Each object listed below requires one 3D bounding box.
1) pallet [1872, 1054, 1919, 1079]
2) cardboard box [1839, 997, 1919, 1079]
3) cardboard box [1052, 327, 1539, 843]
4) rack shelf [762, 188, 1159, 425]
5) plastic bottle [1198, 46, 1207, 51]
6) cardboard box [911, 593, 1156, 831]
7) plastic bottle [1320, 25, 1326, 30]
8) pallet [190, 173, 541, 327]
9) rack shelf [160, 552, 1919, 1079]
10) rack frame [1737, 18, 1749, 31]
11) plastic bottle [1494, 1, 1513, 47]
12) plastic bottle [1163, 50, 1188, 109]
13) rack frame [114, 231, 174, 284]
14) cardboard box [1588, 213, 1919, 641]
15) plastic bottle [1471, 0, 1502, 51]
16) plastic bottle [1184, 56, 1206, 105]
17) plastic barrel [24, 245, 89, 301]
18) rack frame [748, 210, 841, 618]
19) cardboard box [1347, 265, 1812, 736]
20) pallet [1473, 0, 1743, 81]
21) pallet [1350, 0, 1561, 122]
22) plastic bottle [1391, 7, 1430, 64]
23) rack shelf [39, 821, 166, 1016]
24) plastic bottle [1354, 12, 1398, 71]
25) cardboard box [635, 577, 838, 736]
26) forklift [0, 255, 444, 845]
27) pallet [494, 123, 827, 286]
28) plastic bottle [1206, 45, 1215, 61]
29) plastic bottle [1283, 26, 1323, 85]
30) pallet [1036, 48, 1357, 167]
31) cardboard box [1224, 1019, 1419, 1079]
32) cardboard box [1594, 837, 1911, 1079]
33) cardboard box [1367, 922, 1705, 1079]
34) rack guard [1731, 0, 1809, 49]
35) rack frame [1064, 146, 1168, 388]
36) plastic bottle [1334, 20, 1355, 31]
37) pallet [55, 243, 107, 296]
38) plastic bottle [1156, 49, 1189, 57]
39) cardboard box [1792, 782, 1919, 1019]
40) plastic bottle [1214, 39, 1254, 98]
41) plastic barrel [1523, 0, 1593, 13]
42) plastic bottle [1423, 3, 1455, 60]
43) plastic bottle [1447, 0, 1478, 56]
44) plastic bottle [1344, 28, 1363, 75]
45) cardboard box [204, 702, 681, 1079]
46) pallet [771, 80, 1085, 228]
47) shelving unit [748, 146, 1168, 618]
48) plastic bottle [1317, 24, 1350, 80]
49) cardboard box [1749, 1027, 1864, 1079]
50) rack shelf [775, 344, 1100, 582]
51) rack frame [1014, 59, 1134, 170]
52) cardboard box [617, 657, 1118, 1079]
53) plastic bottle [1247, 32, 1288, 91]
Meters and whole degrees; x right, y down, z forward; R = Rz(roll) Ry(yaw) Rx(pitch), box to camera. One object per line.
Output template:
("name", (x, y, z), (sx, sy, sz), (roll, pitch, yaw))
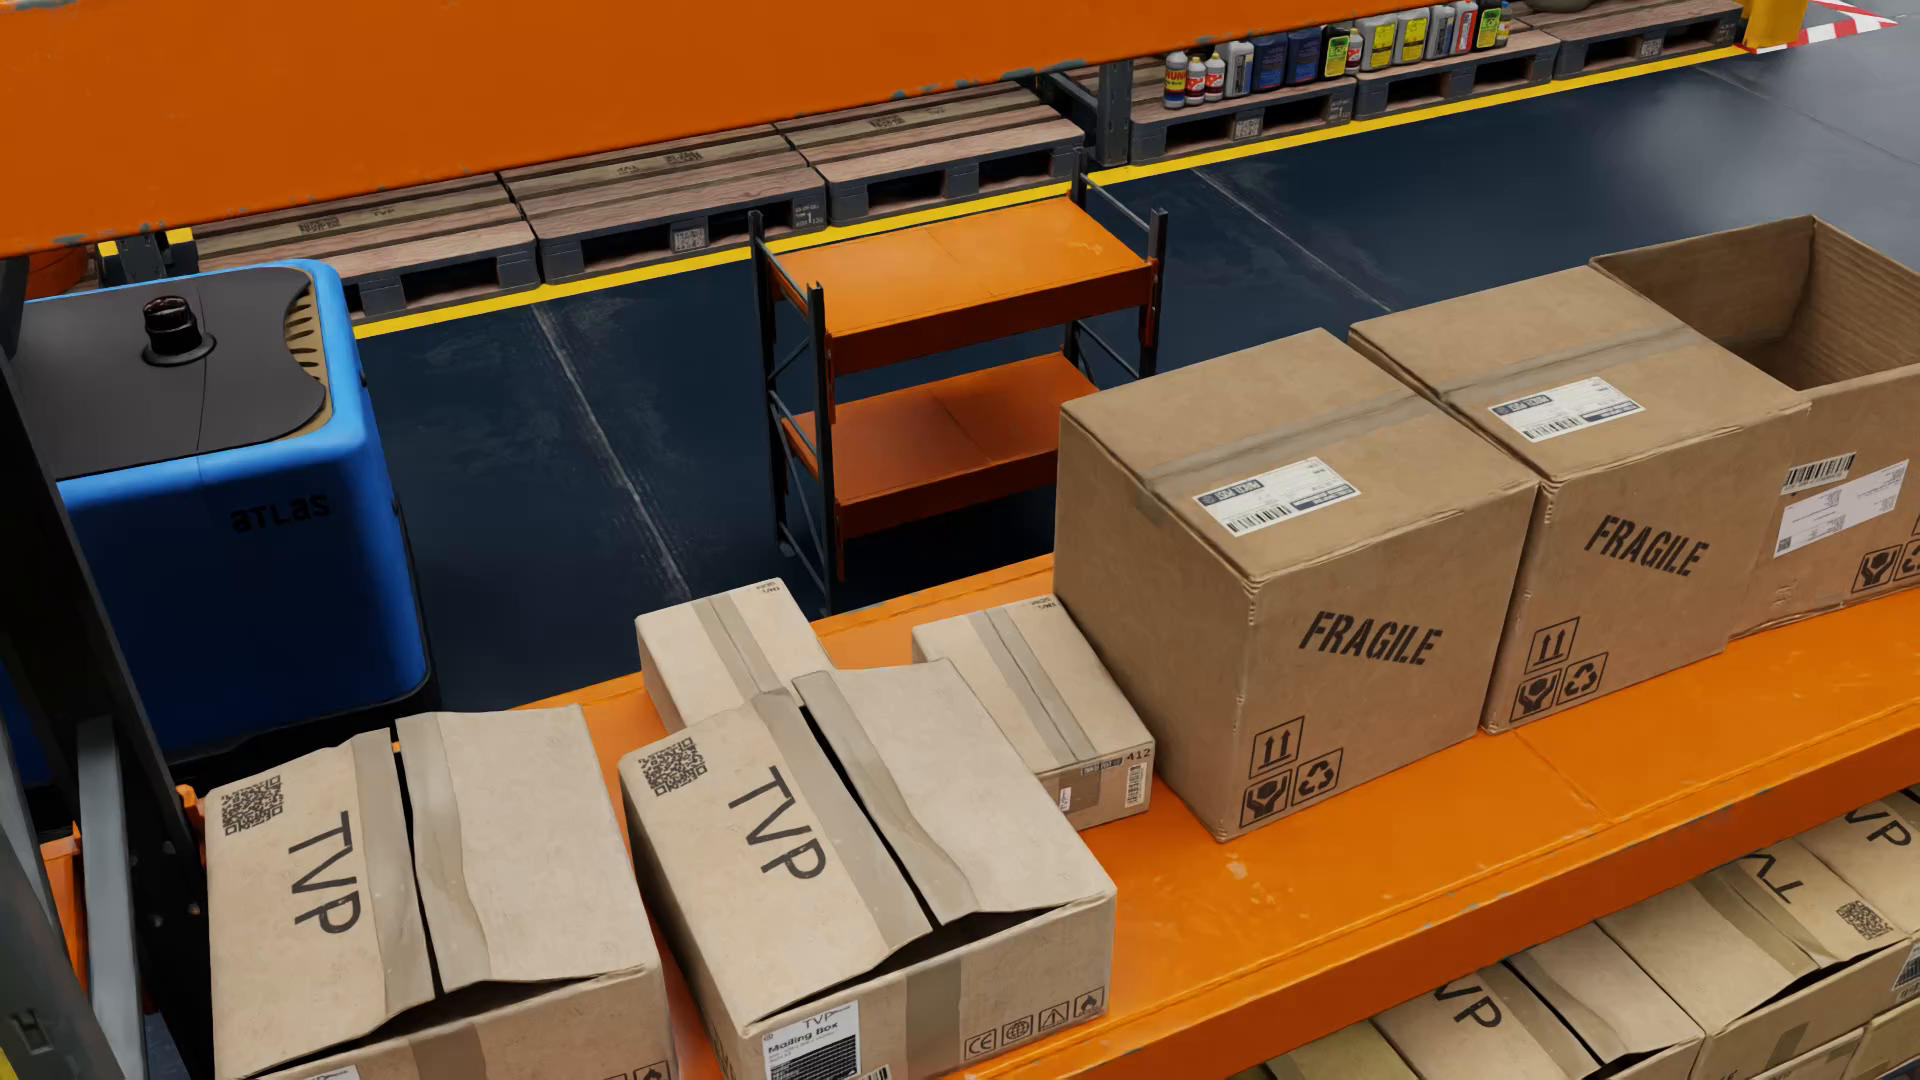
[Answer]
("pallet", (1.945, 0.840, 3.940), (1.213, 0.211, 1.003), (-16, 39, -20))
("cardboard box", (1.884, 0.837, 3.559), (0.500, 0.250, 0.500), (-16, 40, -21))
("cardboard box", (0.486, 0.052, 2.579), (0.500, 0.500, 0.500), (-18, 40, -22))
("rack shelf", (-0.006, -0.685, 4.738), (1.000, 0.278, 0.538), (-16, 39, -20))
("plastic bottle", (1.214, -2.536, 8.068), (0.135, 0.276, 0.152), (-16, 39, -20))
("cardboard box", (0.104, 0.273, 2.575), (0.250, 0.149, 0.380), (-13, 38, -17))
("plastic bottle", (1.689, -2.326, 7.789), (0.097, 0.271, 0.097), (0, 37, 0))
("pallet", (-2.409, -1.202, 6.694), (1.213, 0.211, 1.003), (-16, 39, -20))
("rack shelf", (0.784, 0.308, 2.921), (4.000, 0.370, 1.077), (-16, 39, -20))
("rack frame", (4.115, -4.172, 8.357), (0.127, 3.000, 1.000), (-16, 39, -20))
("plastic bottle", (2.638, -2.523, 8.114), (0.097, 0.201, 0.097), (0, 37, 0))
("plastic bottle", (0.968, -2.085, 7.464), (0.097, 0.271, 0.097), (0, 37, 0))
("rack frame", (-3.127, -2.147, 5.627), (0.127, 3.000, 1.000), (-16, 39, -20))
("cardboard box", (1.416, -0.209, 2.929), (0.500, 0.500, 0.500), (-13, 38, -17))
("plastic bottle", (2.540, -2.517, 8.036), (0.133, 0.283, 0.061), (-15, 39, -19))
("plastic bottle", (1.060, -2.082, 7.519), (0.097, 0.201, 0.097), (0, 37, 0))
("plastic barrel", (-3.563, -1.311, 5.969), (0.708, 0.830, 0.600), (-16, 39, -20))
("rack frame", (-0.466, -0.321, 4.739), (0.032, 1.125, 0.500), (-16, 39, -20))
("cardboard box", (0.963, -0.082, 2.758), (0.500, 0.500, 0.500), (-16, 39, -20))
("pallet", (3.328, -2.805, 8.854), (1.213, 0.211, 1.003), (-16, 39, -20))
("pallet", (2.225, -2.498, 8.441), (1.213, 0.211, 1.003), (-16, 39, -20))
("plastic bottle", (2.125, -2.455, 7.897), (0.185, 0.351, 0.144), (-14, 39, -18))
("rack shelf", (-2.837, 1.320, 1.556), (4.000, 0.370, 1.077), (-16, 39, -20))
("plastic bottle", (1.956, -2.408, 7.833), (0.185, 0.351, 0.144), (-16, 39, -20))
("cardboard box", (-0.329, 0.249, 2.607), (0.250, 0.149, 0.380), (-16, 39, -20))
("forklift", (-2.929, -0.513, 3.481), (3.031, 2.935, 1.130), (-13, 38, -17))
("pallet", (-1.307, -1.509, 7.107), (1.213, 0.211, 1.003), (-16, 39, -20))
("plastic bottle", (1.204, -2.243, 7.667), (0.133, 0.283, 0.061), (-16, 39, -20))
("plastic bottle", (1.572, -2.301, 7.688), (0.185, 0.351, 0.144), (-17, 40, -22))
("pallet", (1.119, -2.187, 8.021), (1.213, 0.211, 1.003), (-16, 39, -20))
("cardboard box", (0.507, 0.996, 2.874), (0.500, 0.311, 0.500), (-17, 40, -21))
("cardboard box", (1.429, 0.740, 3.219), (0.500, 0.311, 0.500), (-16, 39, -20))
("cardboard box", (0.973, 0.866, 3.050), (0.500, 0.311, 0.500), (-16, 39, -21))
("rack guard", (4.066, -3.123, 9.041), (0.348, 0.500, 1.175), (-16, 39, -20))
("rack frame", (0.454, -0.579, 5.086), (0.032, 1.125, 0.500), (-16, 39, -20))
("plastic bottle", (1.871, -2.452, 7.955), (0.135, 0.276, 0.152), (-16, 39, -20))
("pallet", (-3.823, -0.805, 6.158), (1.213, 0.211, 1.003), (-16, 39, -20))
("plastic bottle", (1.016, -2.513, 7.974), (0.185, 0.351, 0.144), (-16, 39, -20))
("cardboard box", (1.882, 0.615, 3.387), (0.500, 0.311, 0.500), (-15, 39, -19))
("plastic bottle", (1.249, -2.183, 7.592), (0.135, 0.276, 0.152), (-14, 39, -18))
("plastic barrel", (3.098, -3.007, 8.522), (0.421, 0.512, 0.421), (0, 37, 0))
("plastic bottle", (2.273, -2.469, 7.978), (0.135, 0.276, 0.152), (-17, 40, -21))
("plastic bottle", (2.399, -2.504, 8.026), (0.135, 0.276, 0.152), (-15, 39, -20))
("plastic bottle", (1.838, -2.300, 7.812), (0.097, 0.201, 0.097), (0, 37, 0))
("cardboard box", (-0.678, 0.492, 2.143), (0.500, 0.311, 0.500), (-13, 39, -17))
("pallet", (-0.201, -1.820, 7.526), (1.213, 0.211, 1.003), (-16, 39, -20))
("shelving unit", (-0.006, -0.450, 4.913), (1.048, 1.125, 0.538), (-16, 39, -20))
("plastic bottle", (1.739, -2.293, 7.734), (0.133, 0.283, 0.061), (-14, 39, -18))
("cardboard box", (1.421, 0.967, 3.385), (0.500, 0.250, 0.500), (-15, 39, -19))
("rack shelf", (-0.006, -0.254, 5.058), (1.000, 0.278, 0.538), (-16, 39, -20))
("rack frame", (0.494, -3.159, 6.992), (0.127, 3.000, 1.000), (-16, 39, -20))
("cardboard box", (-0.134, 0.439, 2.215), (0.500, 0.311, 0.500), (-16, 39, -20))
("plastic bottle", (1.401, -2.253, 7.624), (0.185, 0.351, 0.144), (-15, 39, -19))
